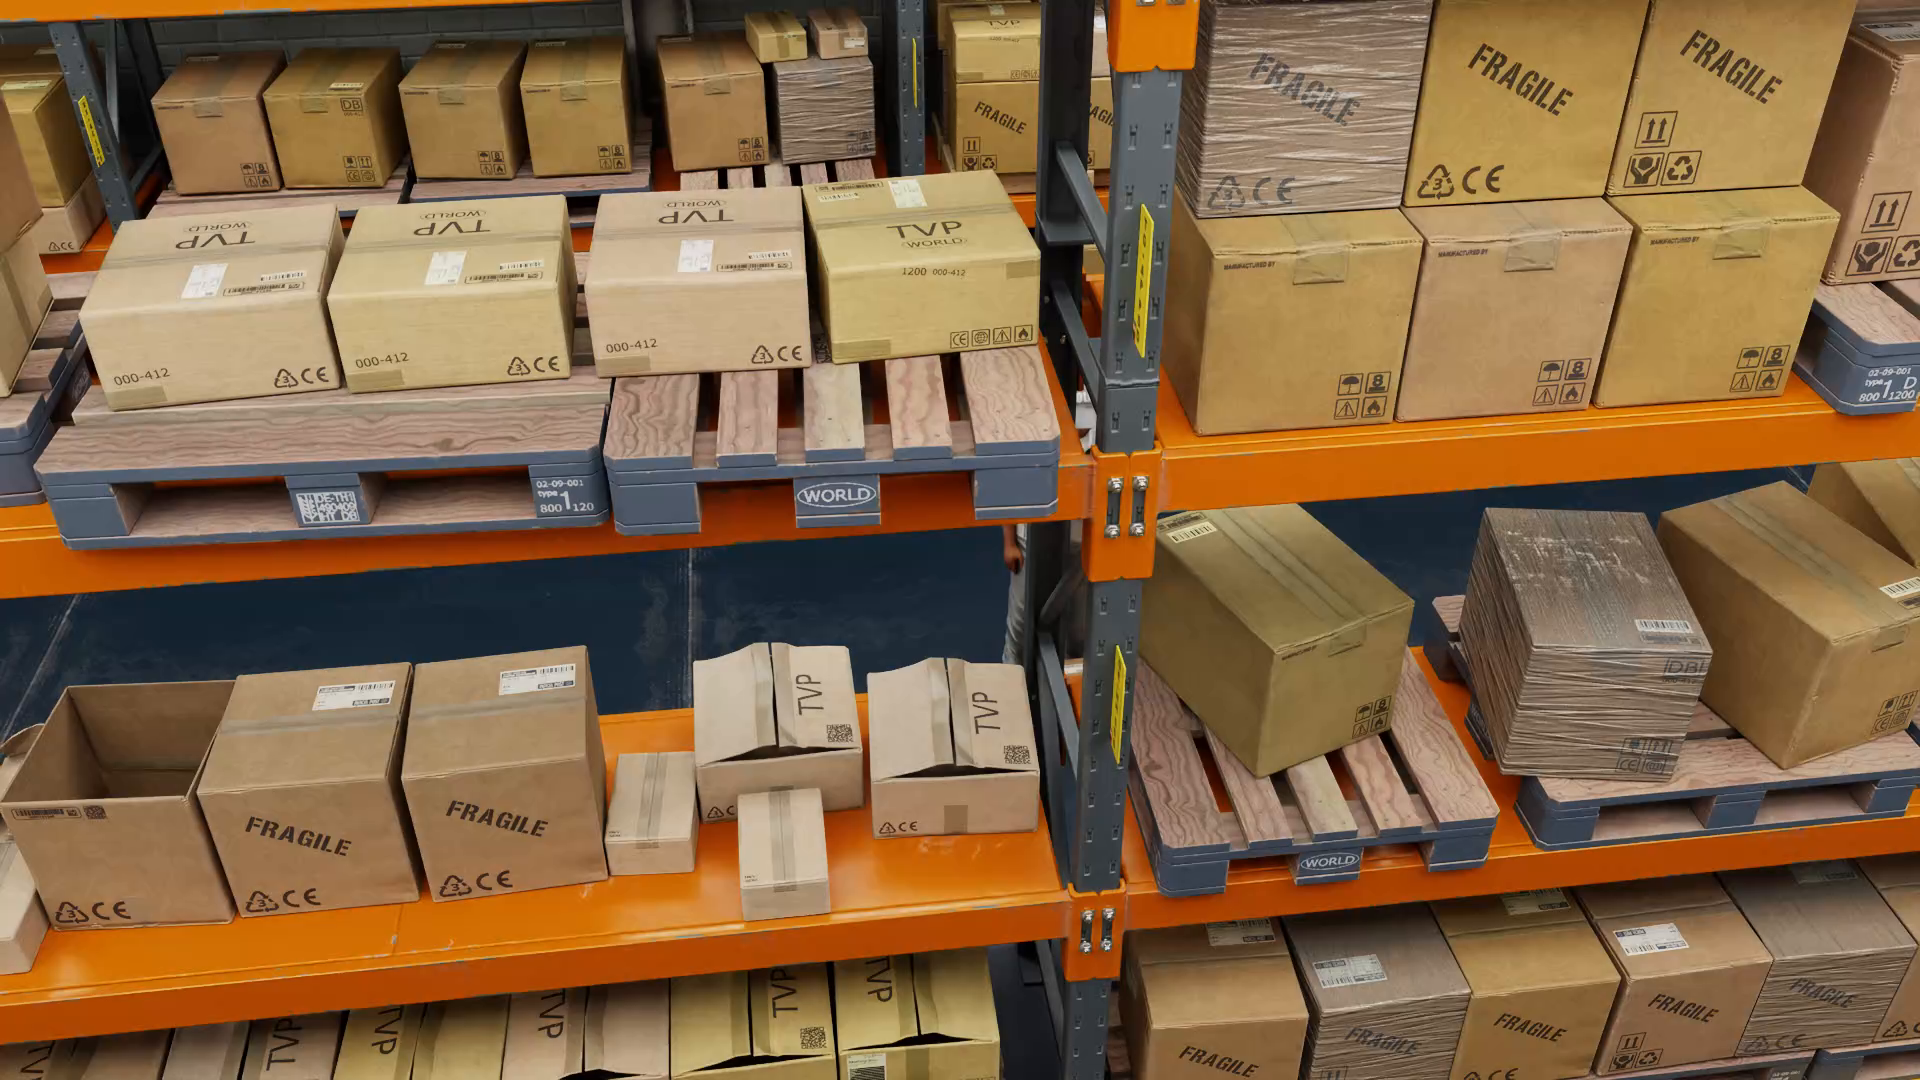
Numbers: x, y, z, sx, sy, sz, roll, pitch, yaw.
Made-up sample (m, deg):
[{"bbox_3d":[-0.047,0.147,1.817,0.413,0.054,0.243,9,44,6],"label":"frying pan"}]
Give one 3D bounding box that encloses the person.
[{"bbox_3d":[0.426,0.003,7.135,0.560,1.665,0.469,-6,36,-9],"label":"person"}]
